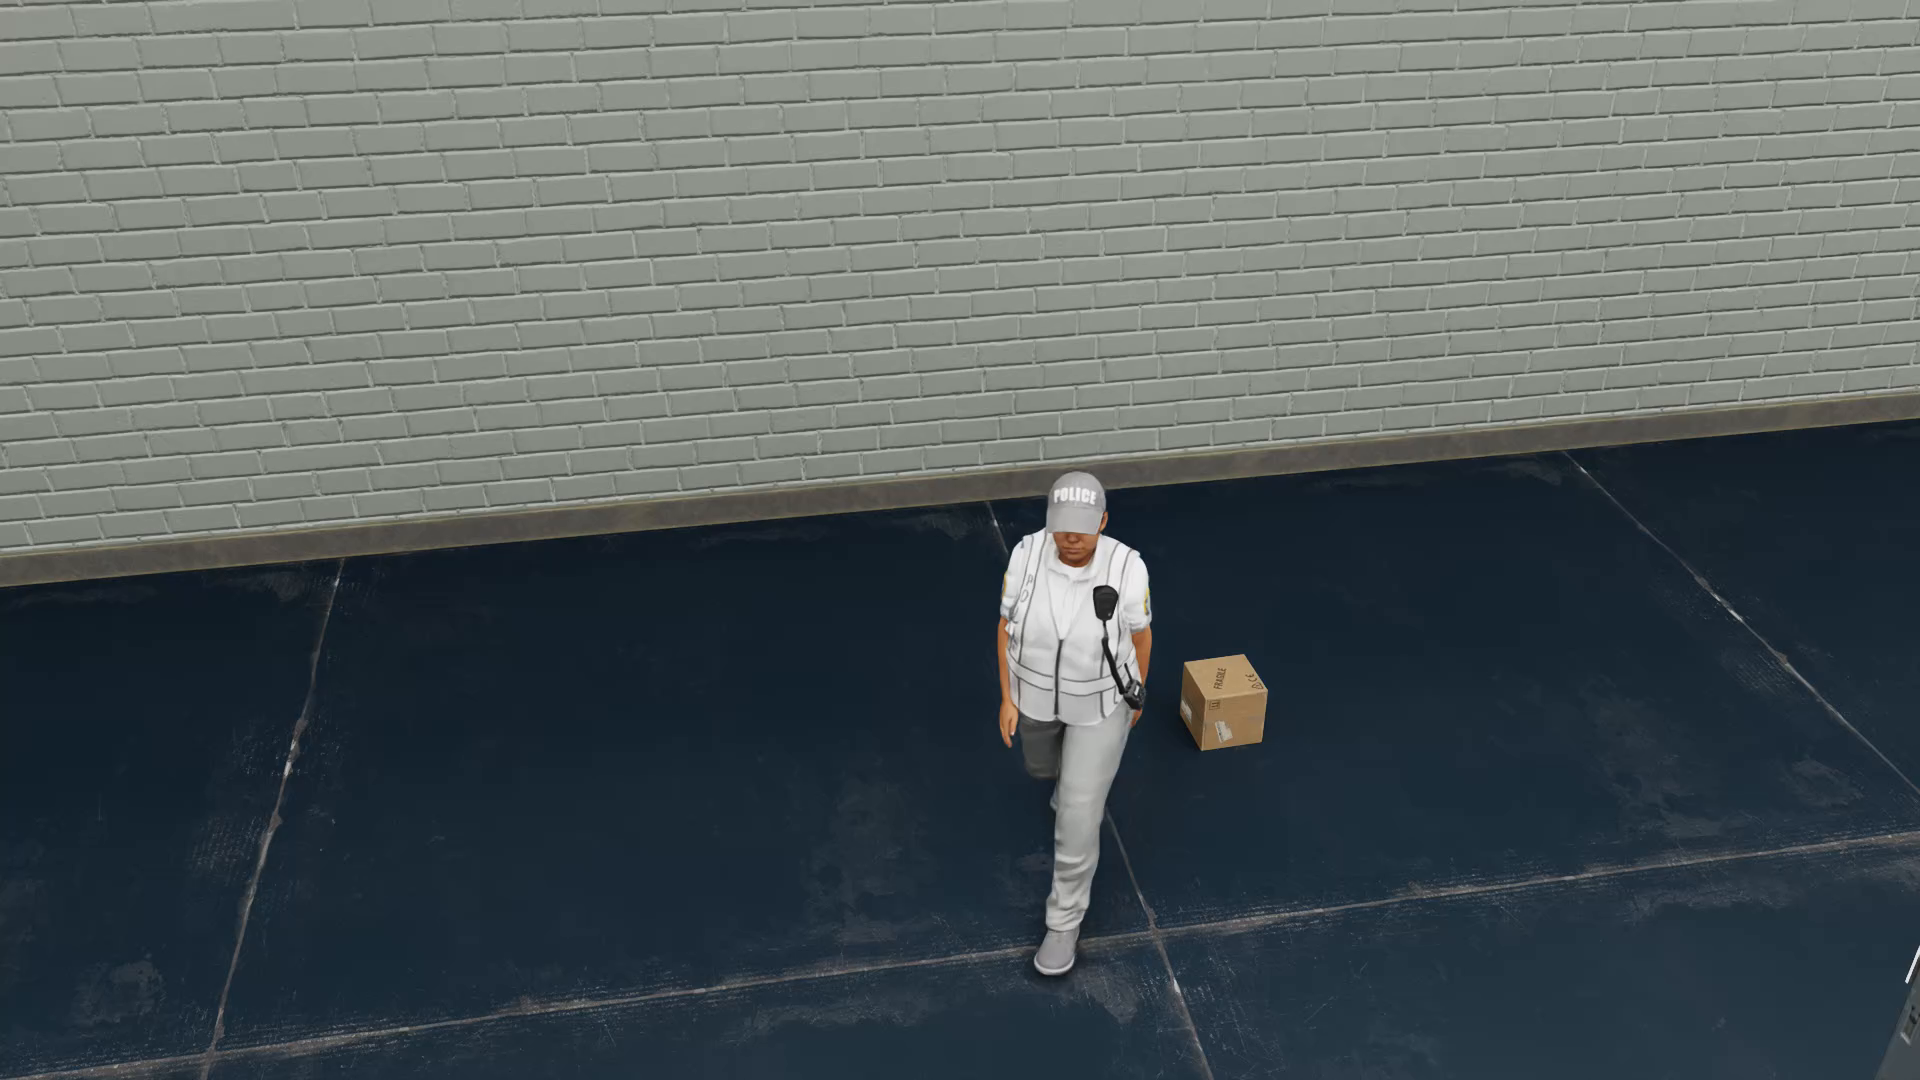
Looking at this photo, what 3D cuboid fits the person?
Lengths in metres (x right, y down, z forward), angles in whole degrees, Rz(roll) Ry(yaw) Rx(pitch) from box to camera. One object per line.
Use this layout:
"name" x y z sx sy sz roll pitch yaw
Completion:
"person" 0.364 0.477 5.340 0.479 1.616 1.012 11 33 17
